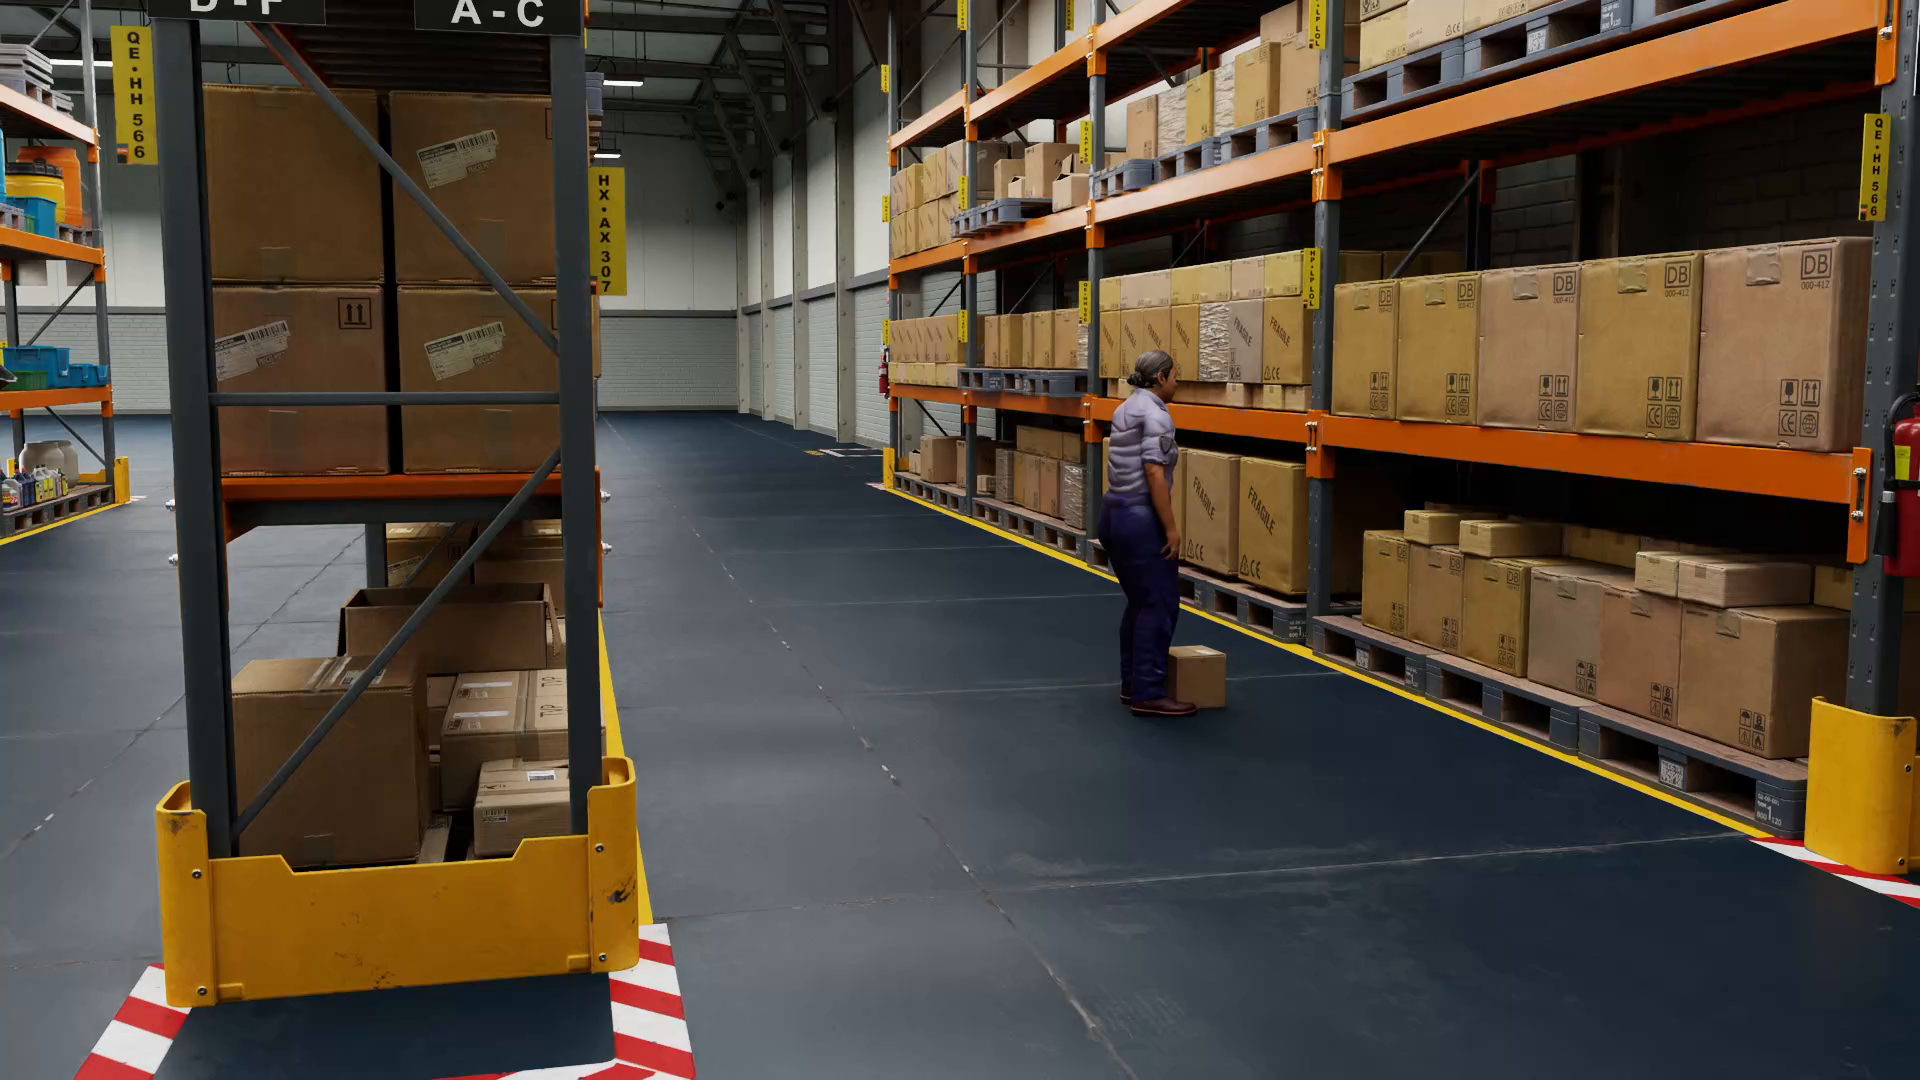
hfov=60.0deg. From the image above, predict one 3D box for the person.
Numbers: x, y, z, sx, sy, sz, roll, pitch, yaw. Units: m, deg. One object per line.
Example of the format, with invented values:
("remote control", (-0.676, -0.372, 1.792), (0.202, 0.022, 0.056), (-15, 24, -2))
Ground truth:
("person", (0.870, -0.048, 7.656), (0.419, 1.652, 0.564), (-2, 7, -17))
